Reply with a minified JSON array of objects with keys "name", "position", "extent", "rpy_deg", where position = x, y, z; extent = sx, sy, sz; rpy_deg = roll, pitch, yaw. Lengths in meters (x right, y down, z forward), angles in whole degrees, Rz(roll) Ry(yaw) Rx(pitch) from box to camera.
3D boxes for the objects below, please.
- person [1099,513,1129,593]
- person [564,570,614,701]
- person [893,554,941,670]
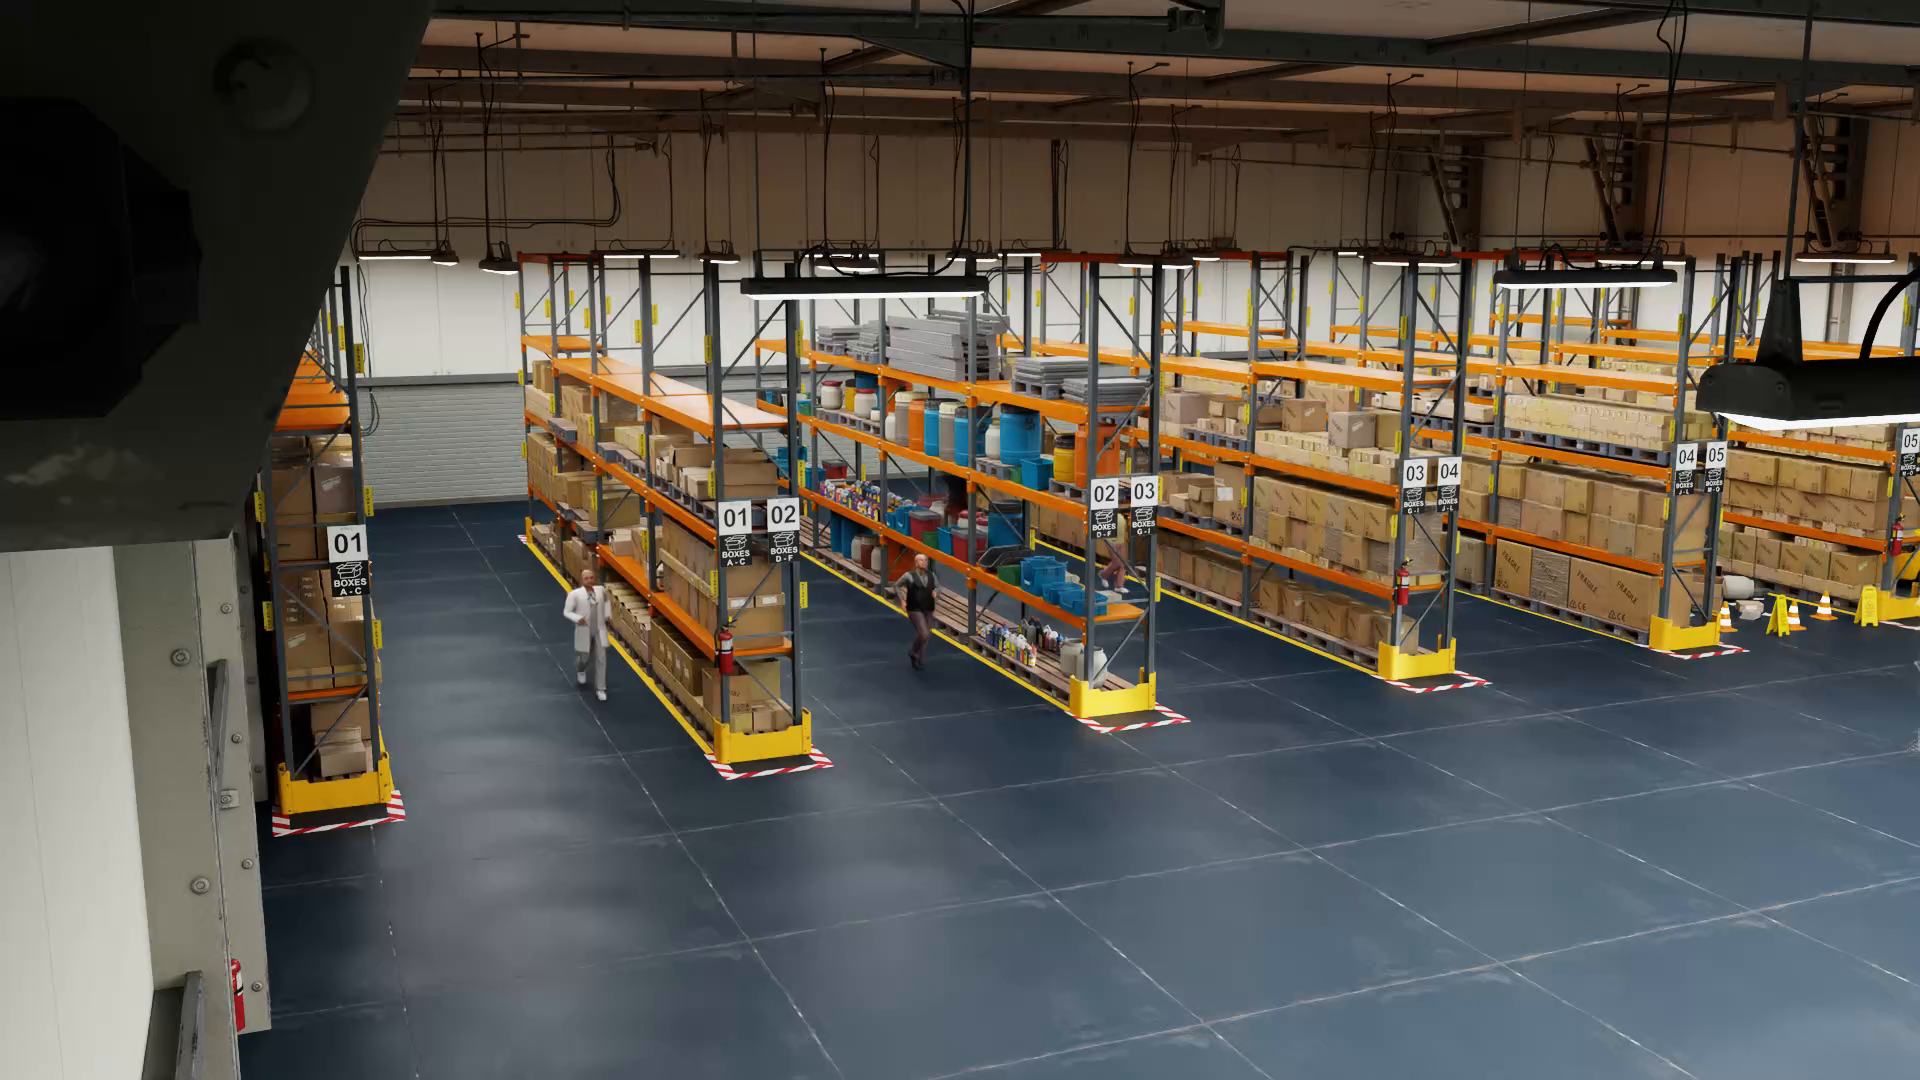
[{"name":"person","position":[2.673,0.061,28.510],"extent":[0.596,1.649,0.689],"rpy_deg":[-8,13,-39]},{"name":"person","position":[-5.131,1.279,23.086],"extent":[0.718,1.764,1.024],"rpy_deg":[-6,12,-28]},{"name":"person","position":[-0.554,1.049,24.203],"extent":[0.644,1.697,0.638],"rpy_deg":[-7,13,-34]}]
